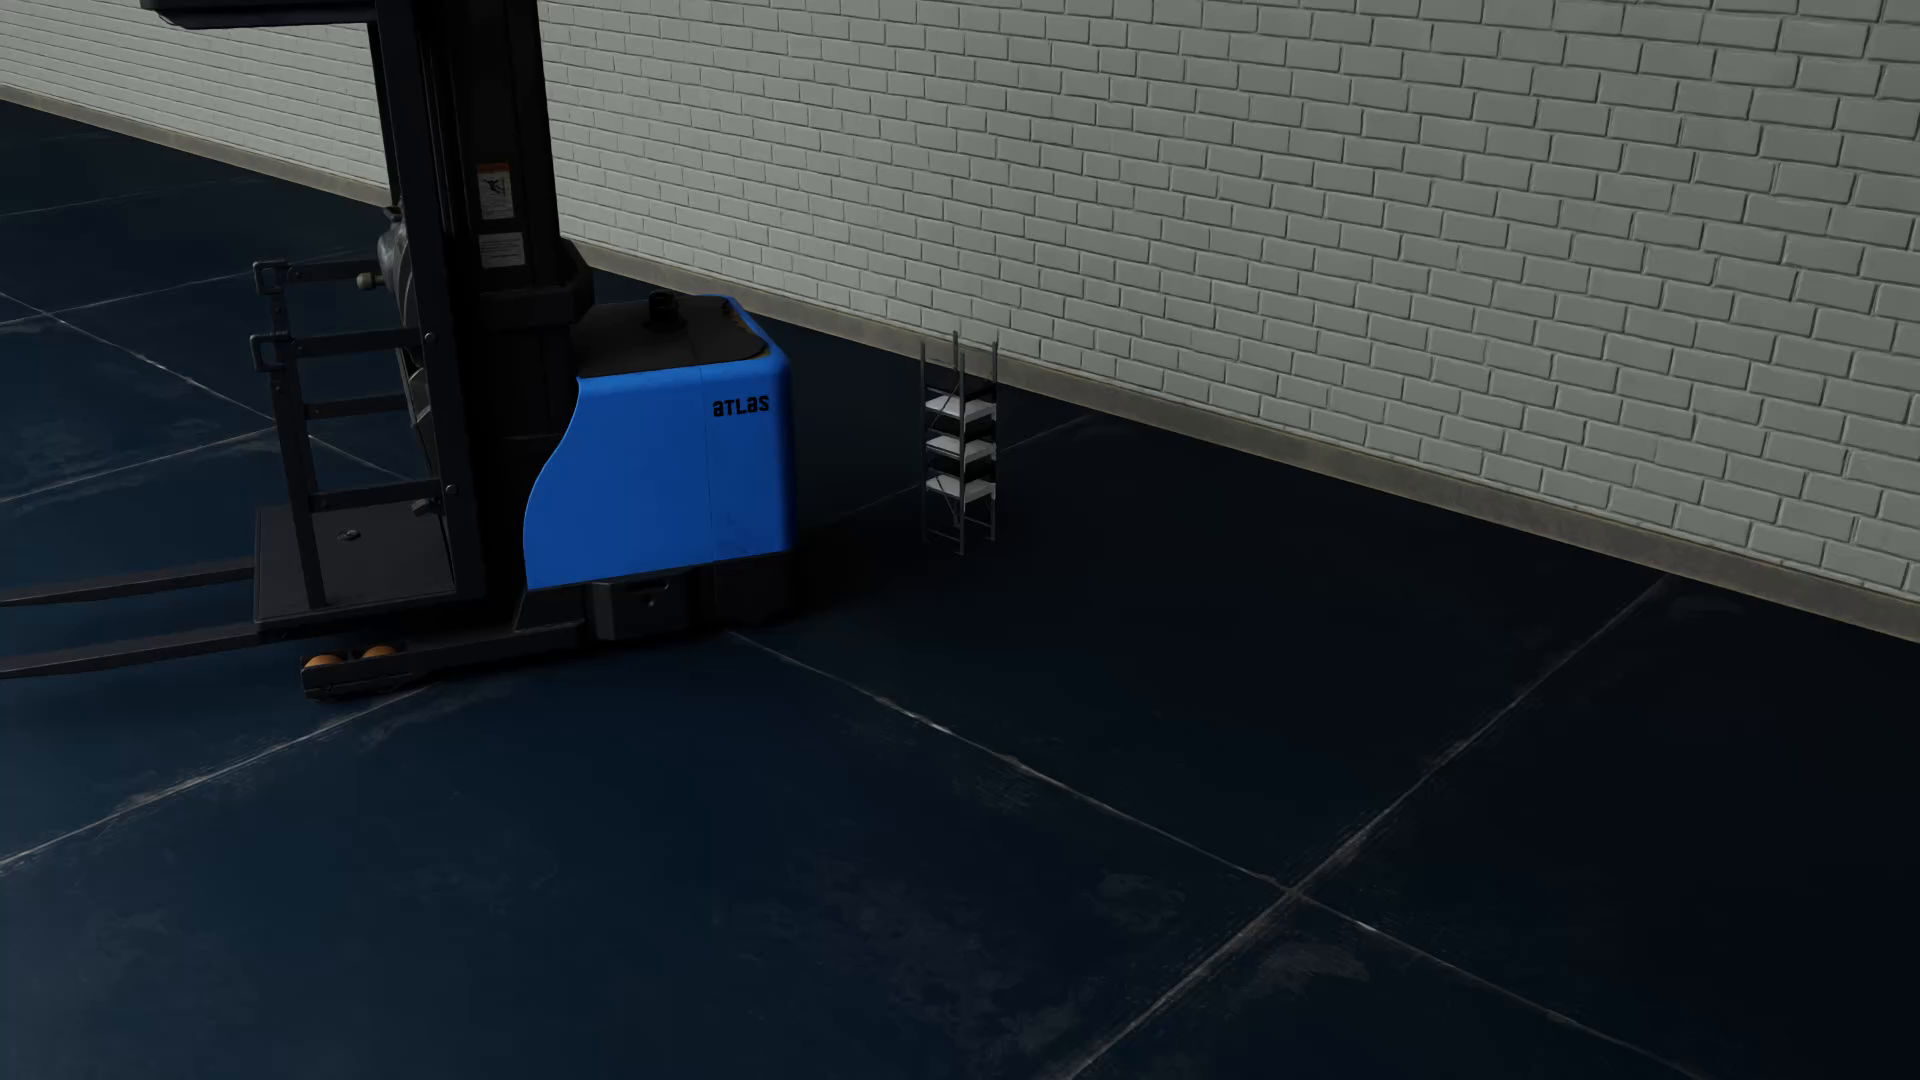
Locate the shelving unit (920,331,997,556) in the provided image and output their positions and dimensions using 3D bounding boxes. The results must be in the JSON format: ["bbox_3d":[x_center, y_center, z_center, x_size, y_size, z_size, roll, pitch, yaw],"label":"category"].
[{"bbox_3d":[-0.005,-0.408,7.060,0.258,0.900,0.210,20,31,38],"label":"shelving unit"}]

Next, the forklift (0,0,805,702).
[{"bbox_3d":[-2.183,-1.001,5.899,3.031,2.935,1.130,-9,26,-19],"label":"forklift"}]

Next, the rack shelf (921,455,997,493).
[{"bbox_3d":[-0.005,-0.296,7.111,0.258,0.077,0.200,20,31,38],"label":"rack shelf"}]

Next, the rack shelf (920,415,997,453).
[{"bbox_3d":[-0.005,-0.460,7.037,0.258,0.077,0.200,20,31,38],"label":"rack shelf"}]

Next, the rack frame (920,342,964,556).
[{"bbox_3d":[-0.073,-0.377,6.991,0.240,0.900,0.006,20,31,38],"label":"rack frame"}]

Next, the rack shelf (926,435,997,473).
[{"bbox_3d":[-0.005,-0.378,7.074,0.258,0.077,0.200,20,31,38],"label":"rack shelf"}]

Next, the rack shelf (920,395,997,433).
[{"bbox_3d":[-0.005,-0.542,7.000,0.258,0.077,0.200,20,31,38],"label":"rack shelf"}]

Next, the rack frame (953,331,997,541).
[{"bbox_3d":[0.062,-0.439,7.129,0.240,0.900,0.006,20,31,38],"label":"rack frame"}]

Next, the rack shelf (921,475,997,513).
[{"bbox_3d":[-0.005,-0.213,7.148,0.258,0.077,0.200,20,31,38],"label":"rack shelf"}]

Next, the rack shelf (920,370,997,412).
[{"bbox_3d":[-0.005,-0.624,6.964,0.258,0.077,0.200,20,31,38],"label":"rack shelf"}]
